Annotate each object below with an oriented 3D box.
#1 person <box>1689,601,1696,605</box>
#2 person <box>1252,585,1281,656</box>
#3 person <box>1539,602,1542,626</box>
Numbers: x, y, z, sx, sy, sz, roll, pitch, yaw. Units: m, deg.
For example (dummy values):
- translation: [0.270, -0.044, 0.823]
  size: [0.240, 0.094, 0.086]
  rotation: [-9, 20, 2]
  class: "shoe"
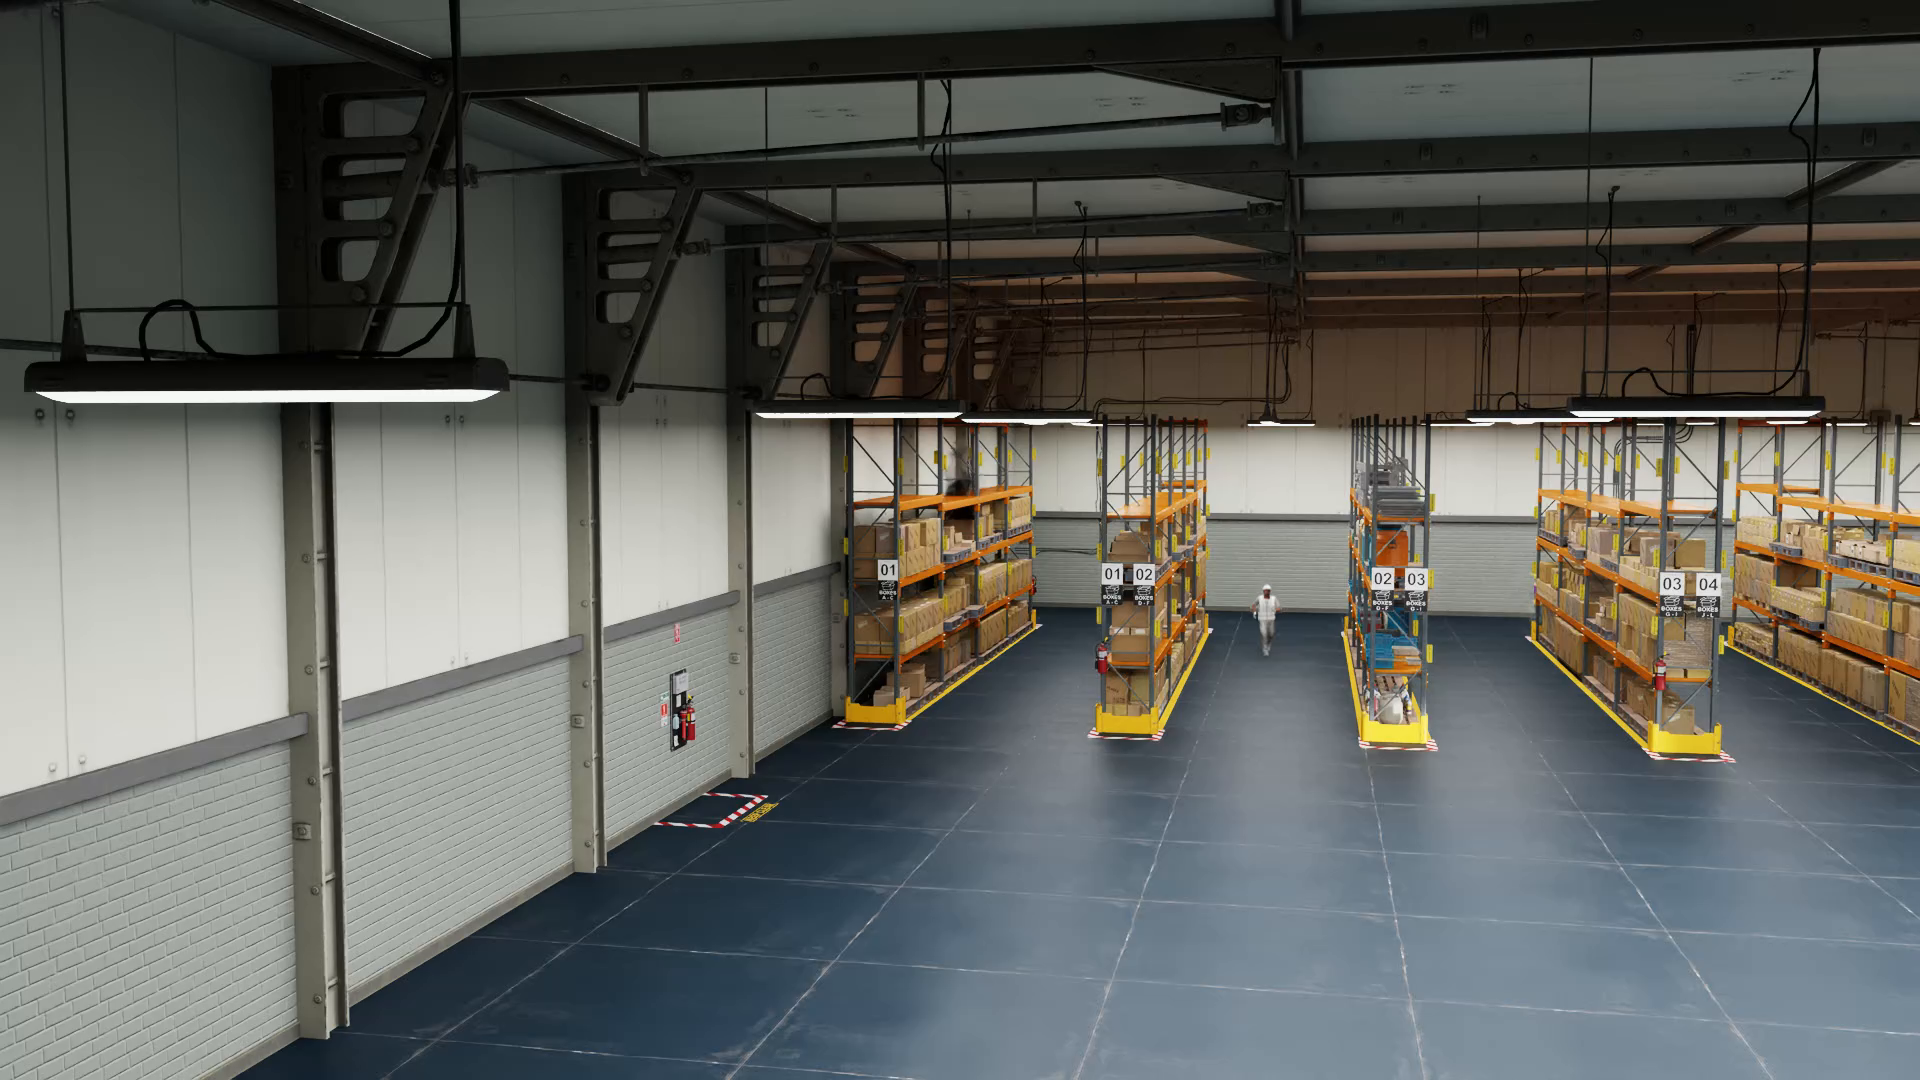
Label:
- translation: [18.911, 1.968, 43.090]
  size: [0.738, 1.762, 0.997]
  rotation: [1, 4, 16]
  class: "person"
- translation: [7.754, 2.023, 42.032]
  size: [0.693, 1.763, 0.939]
  rotation: [0, 4, 3]
  class: "person"
- translation: [16.325, 1.770, 46.359]
  size: [0.597, 1.690, 0.683]
  rotation: [2, 5, 33]
  class: "person"
